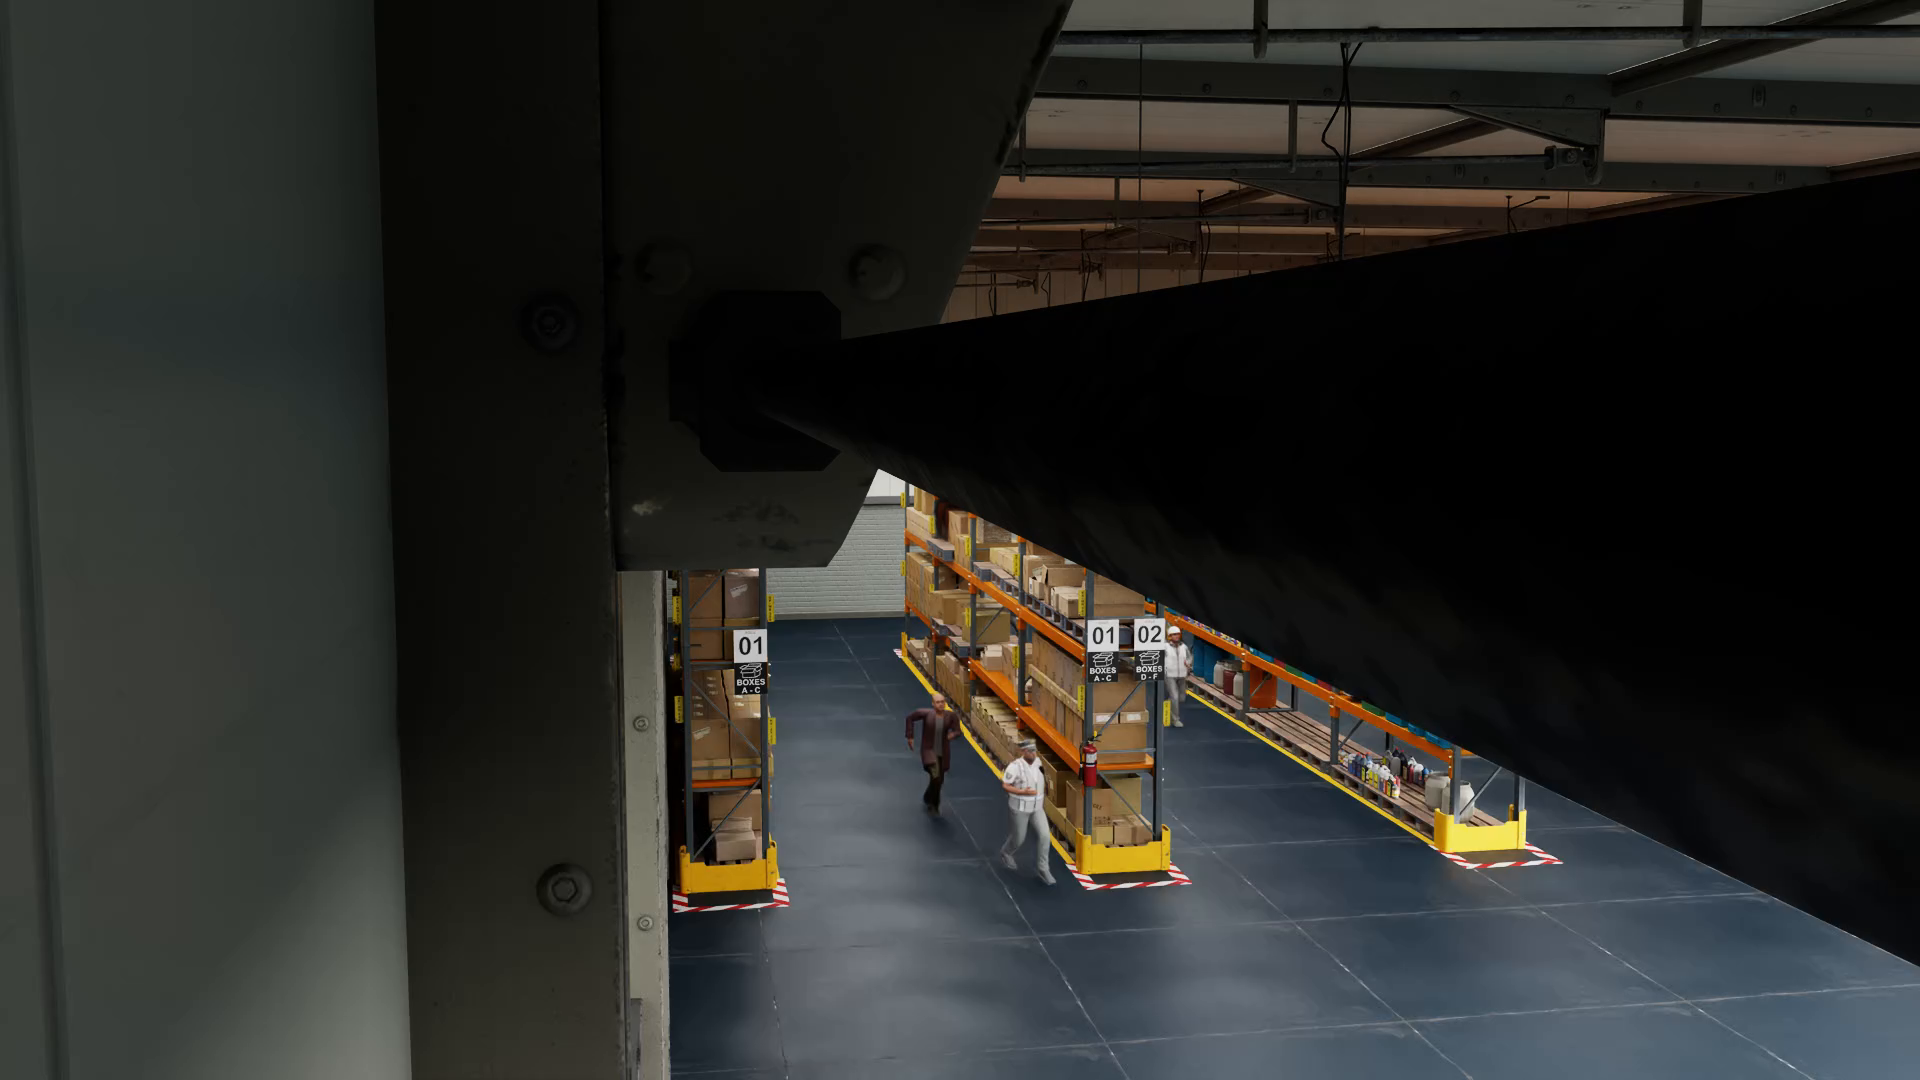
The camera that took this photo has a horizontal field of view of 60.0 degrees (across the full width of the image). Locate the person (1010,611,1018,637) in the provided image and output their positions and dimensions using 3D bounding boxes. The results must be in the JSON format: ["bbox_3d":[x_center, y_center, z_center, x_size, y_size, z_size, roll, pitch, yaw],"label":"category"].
[{"bbox_3d":[1.246,1.754,36.415,0.668,1.679,0.773,-5,8,-39],"label":"person"}]

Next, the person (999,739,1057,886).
[{"bbox_3d":[0.808,3.323,20.618,0.693,1.806,0.935,-4,7,-32],"label":"person"}]

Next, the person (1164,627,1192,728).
[{"bbox_3d":[3.799,2.404,29.513,0.669,1.745,0.860,-2,6,-16],"label":"person"}]

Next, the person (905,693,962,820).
[{"bbox_3d":[-0.356,3.027,23.412,0.745,1.783,0.869,-2,6,-16],"label":"person"}]
